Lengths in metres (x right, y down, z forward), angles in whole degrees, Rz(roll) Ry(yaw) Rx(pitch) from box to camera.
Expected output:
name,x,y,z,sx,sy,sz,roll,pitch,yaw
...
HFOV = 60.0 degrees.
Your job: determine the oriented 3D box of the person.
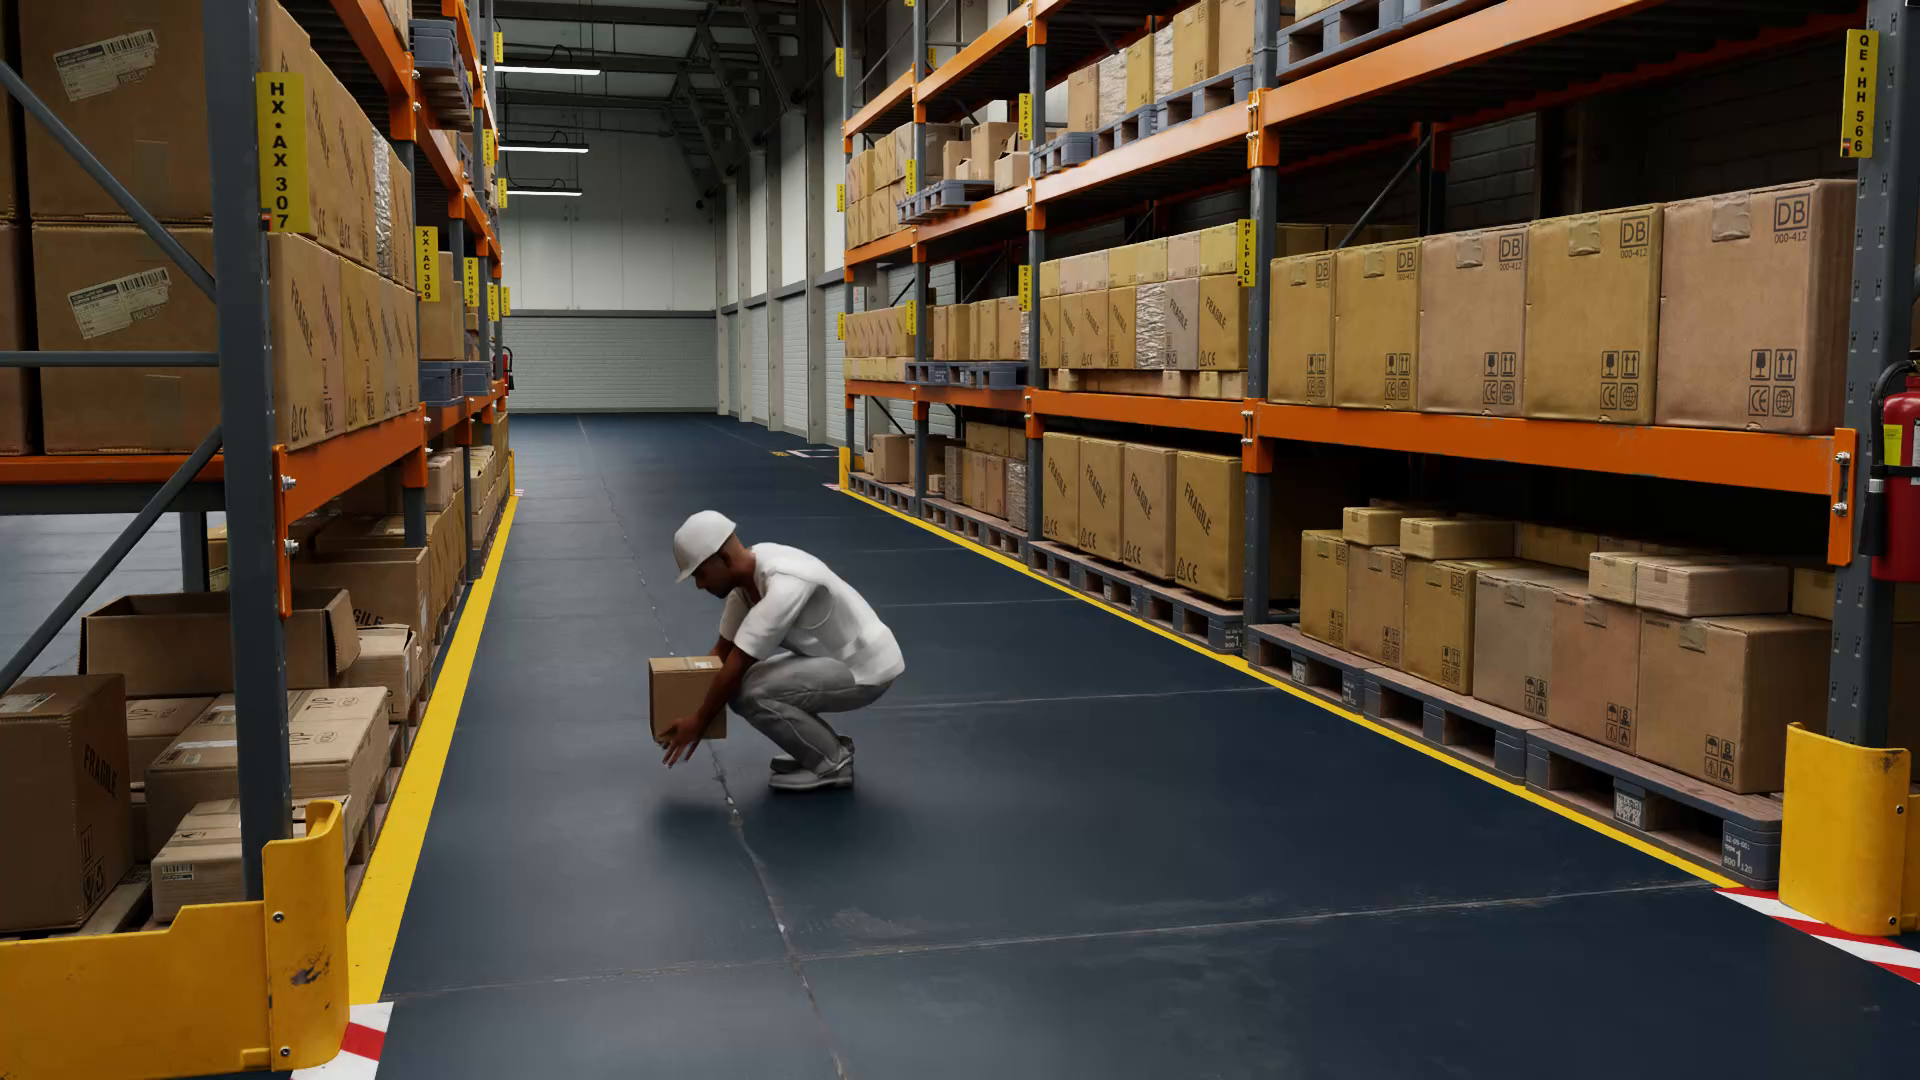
name,x,y,z,sx,sy,sz,roll,pitch,yaw
person,-0.642,0.384,5.914,0.885,0.997,0.579,-2,6,-14
